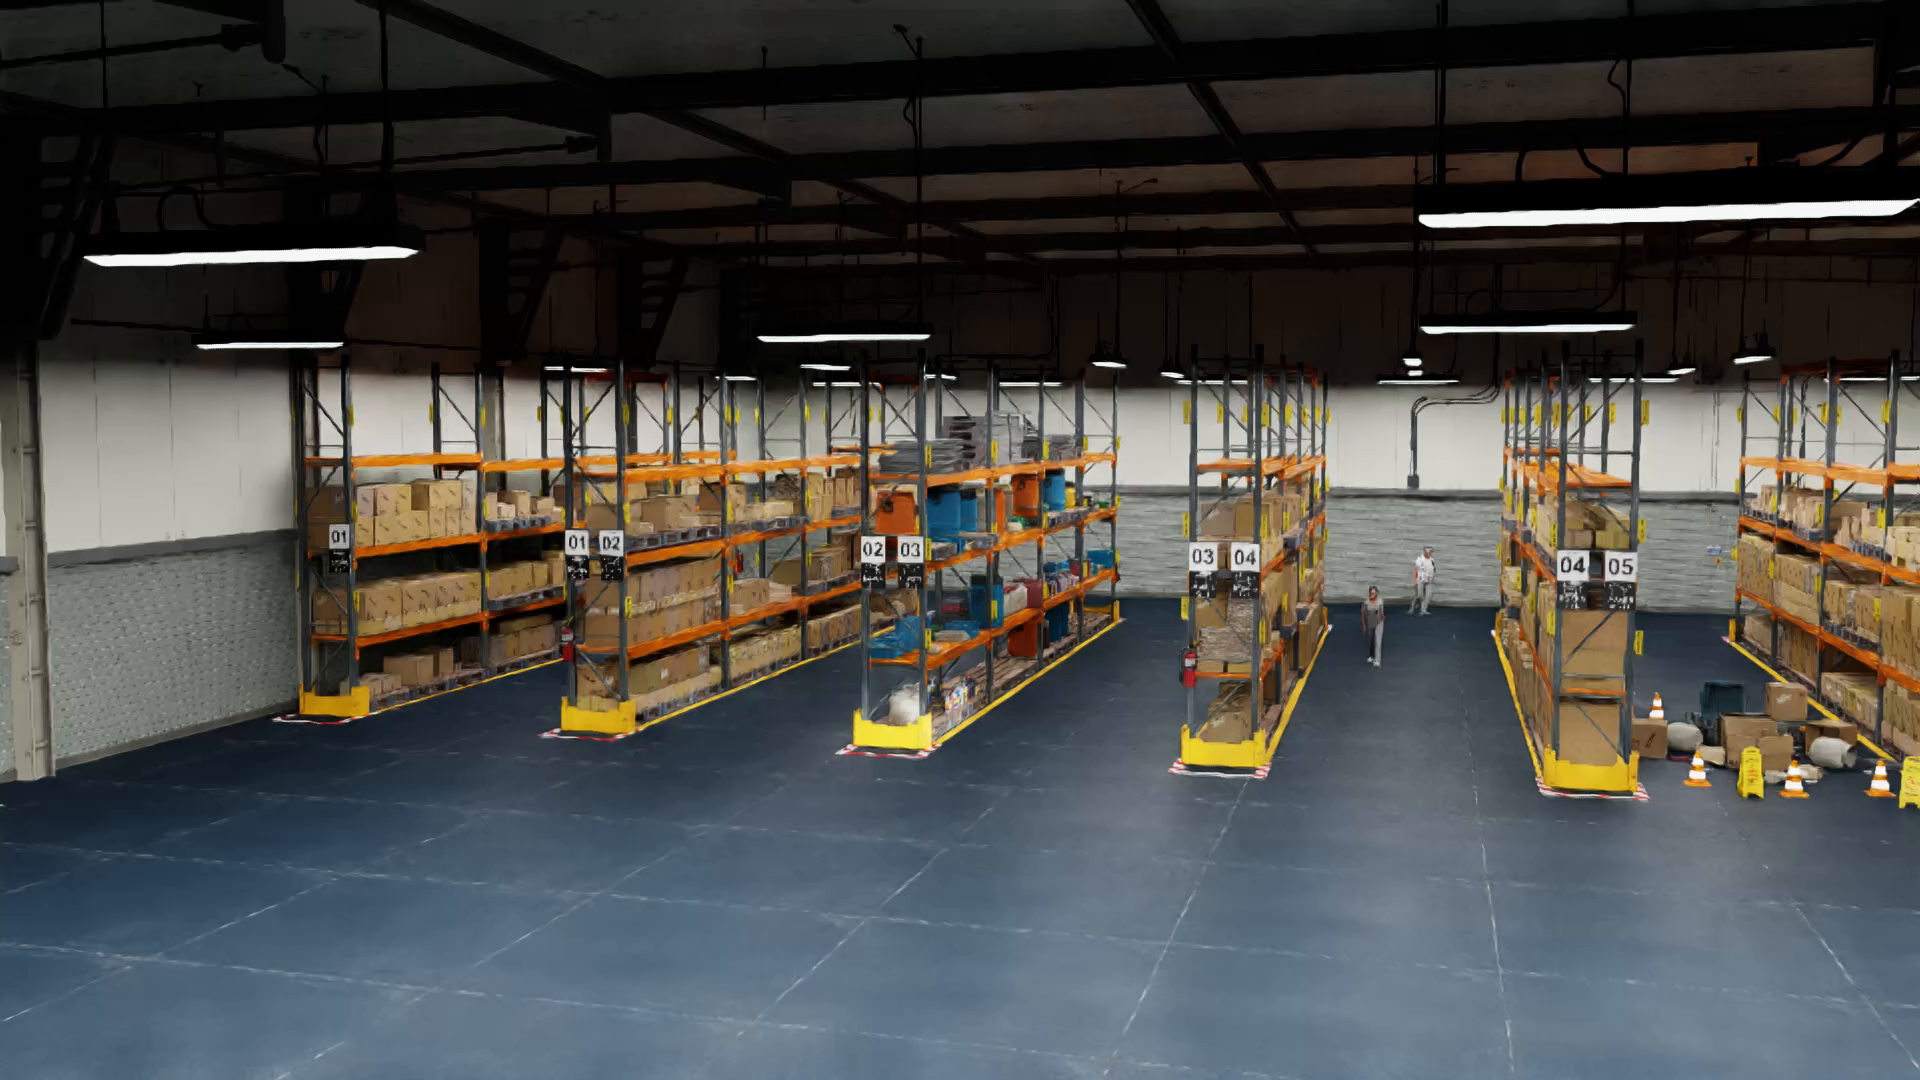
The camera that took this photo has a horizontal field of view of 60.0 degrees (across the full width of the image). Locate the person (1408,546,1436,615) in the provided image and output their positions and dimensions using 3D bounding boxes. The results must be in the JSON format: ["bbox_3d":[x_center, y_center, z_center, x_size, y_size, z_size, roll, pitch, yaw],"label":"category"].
[{"bbox_3d":[11.597,1.003,41.762,0.602,1.745,0.574,-2,5,-20],"label":"person"}]

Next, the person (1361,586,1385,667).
[{"bbox_3d":[8.248,1.702,33.237,0.446,1.586,1.109,1,5,18],"label":"person"}]
